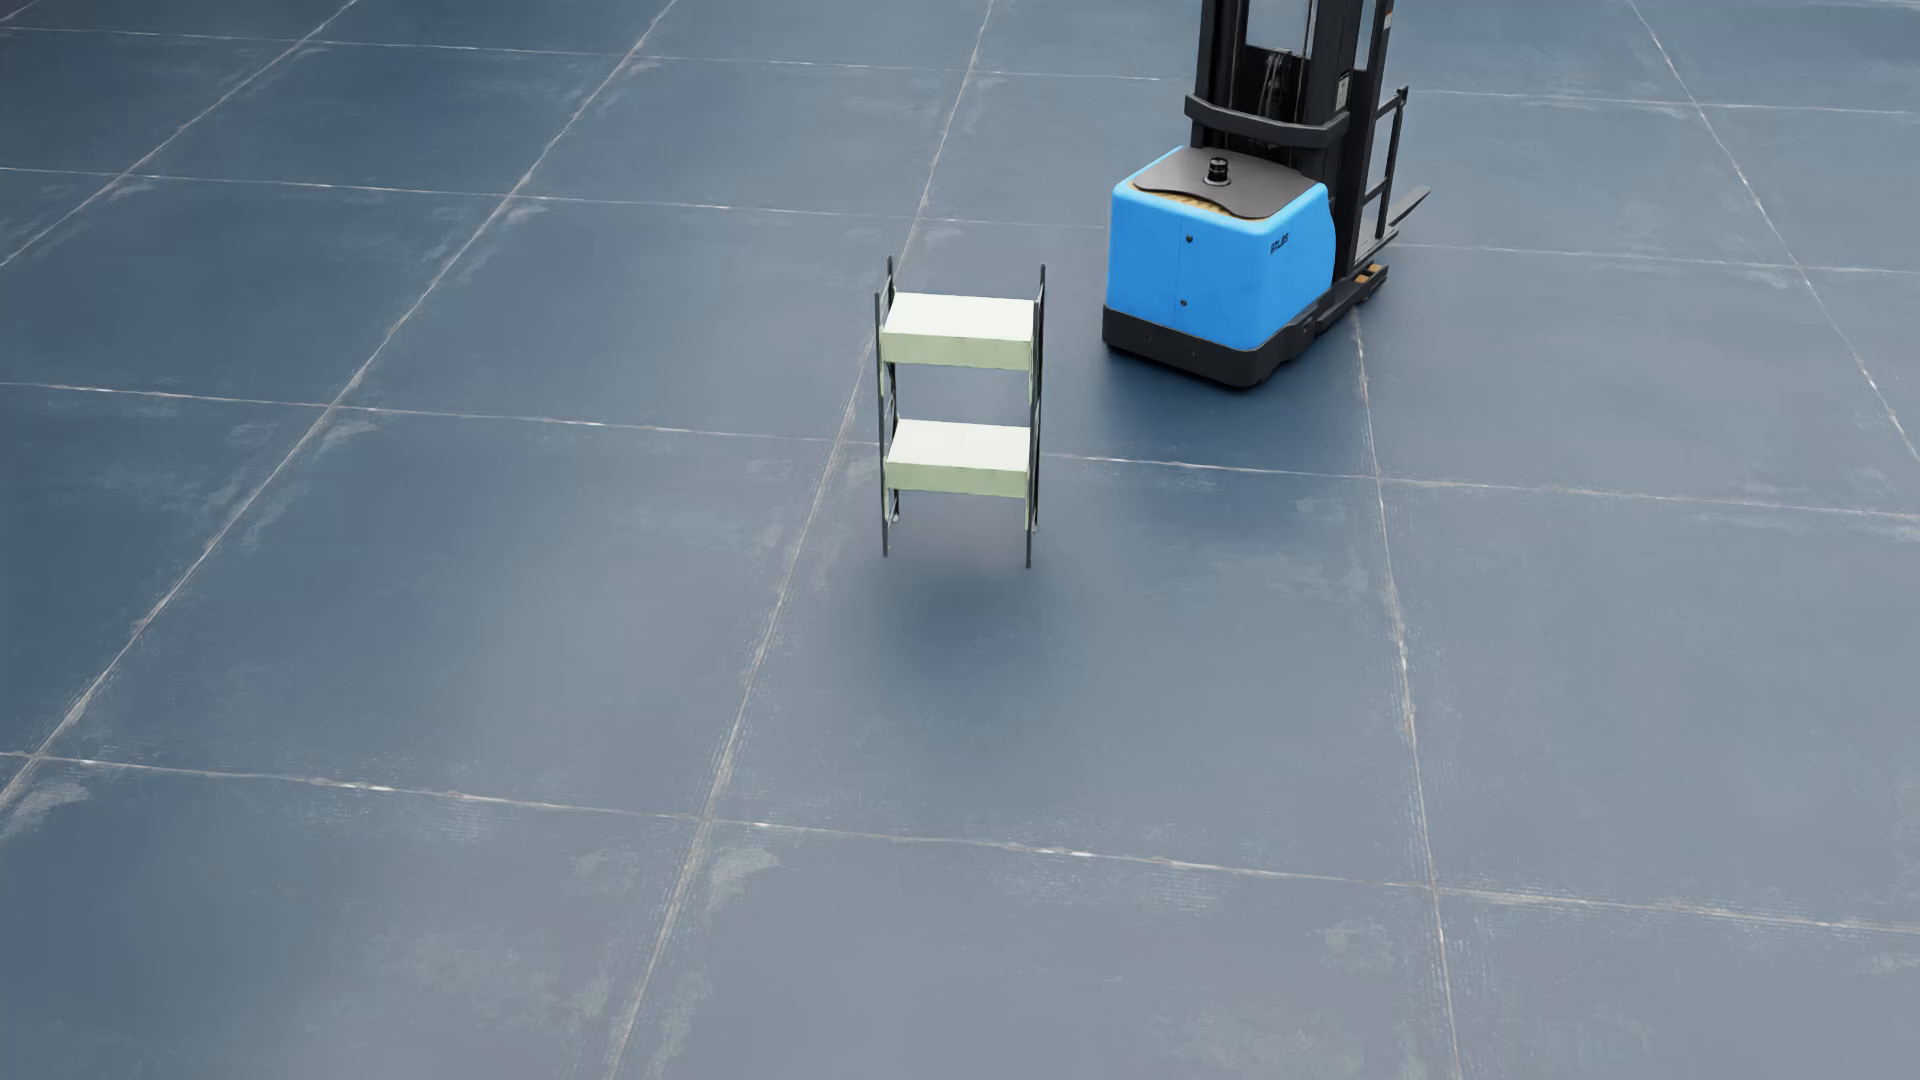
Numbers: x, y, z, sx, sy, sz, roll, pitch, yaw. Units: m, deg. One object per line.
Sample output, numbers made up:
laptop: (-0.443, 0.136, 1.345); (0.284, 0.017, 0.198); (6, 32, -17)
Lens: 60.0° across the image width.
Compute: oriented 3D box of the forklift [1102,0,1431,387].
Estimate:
forklift: (2.147, -2.894, 10.139); (1.130, 2.935, 3.031); (23, 42, 29)

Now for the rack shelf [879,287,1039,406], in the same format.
rack shelf: (0.007, -0.928, 7.944); (0.720, 0.370, 0.431); (4, 36, 6)

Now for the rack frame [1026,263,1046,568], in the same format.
rack frame: (0.370, -0.583, 8.133); (0.023, 1.500, 0.400); (4, 36, 6)

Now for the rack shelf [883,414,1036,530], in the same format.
rack shelf: (0.007, -0.345, 8.360); (0.720, 0.370, 0.431); (4, 36, 6)

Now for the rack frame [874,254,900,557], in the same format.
rack frame: (-0.356, -0.637, 8.209); (0.023, 1.500, 0.400); (4, 36, 6)

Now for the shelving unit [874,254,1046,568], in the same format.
shelving unit: (0.007, -0.610, 8.171); (0.755, 1.500, 0.431); (4, 36, 6)
